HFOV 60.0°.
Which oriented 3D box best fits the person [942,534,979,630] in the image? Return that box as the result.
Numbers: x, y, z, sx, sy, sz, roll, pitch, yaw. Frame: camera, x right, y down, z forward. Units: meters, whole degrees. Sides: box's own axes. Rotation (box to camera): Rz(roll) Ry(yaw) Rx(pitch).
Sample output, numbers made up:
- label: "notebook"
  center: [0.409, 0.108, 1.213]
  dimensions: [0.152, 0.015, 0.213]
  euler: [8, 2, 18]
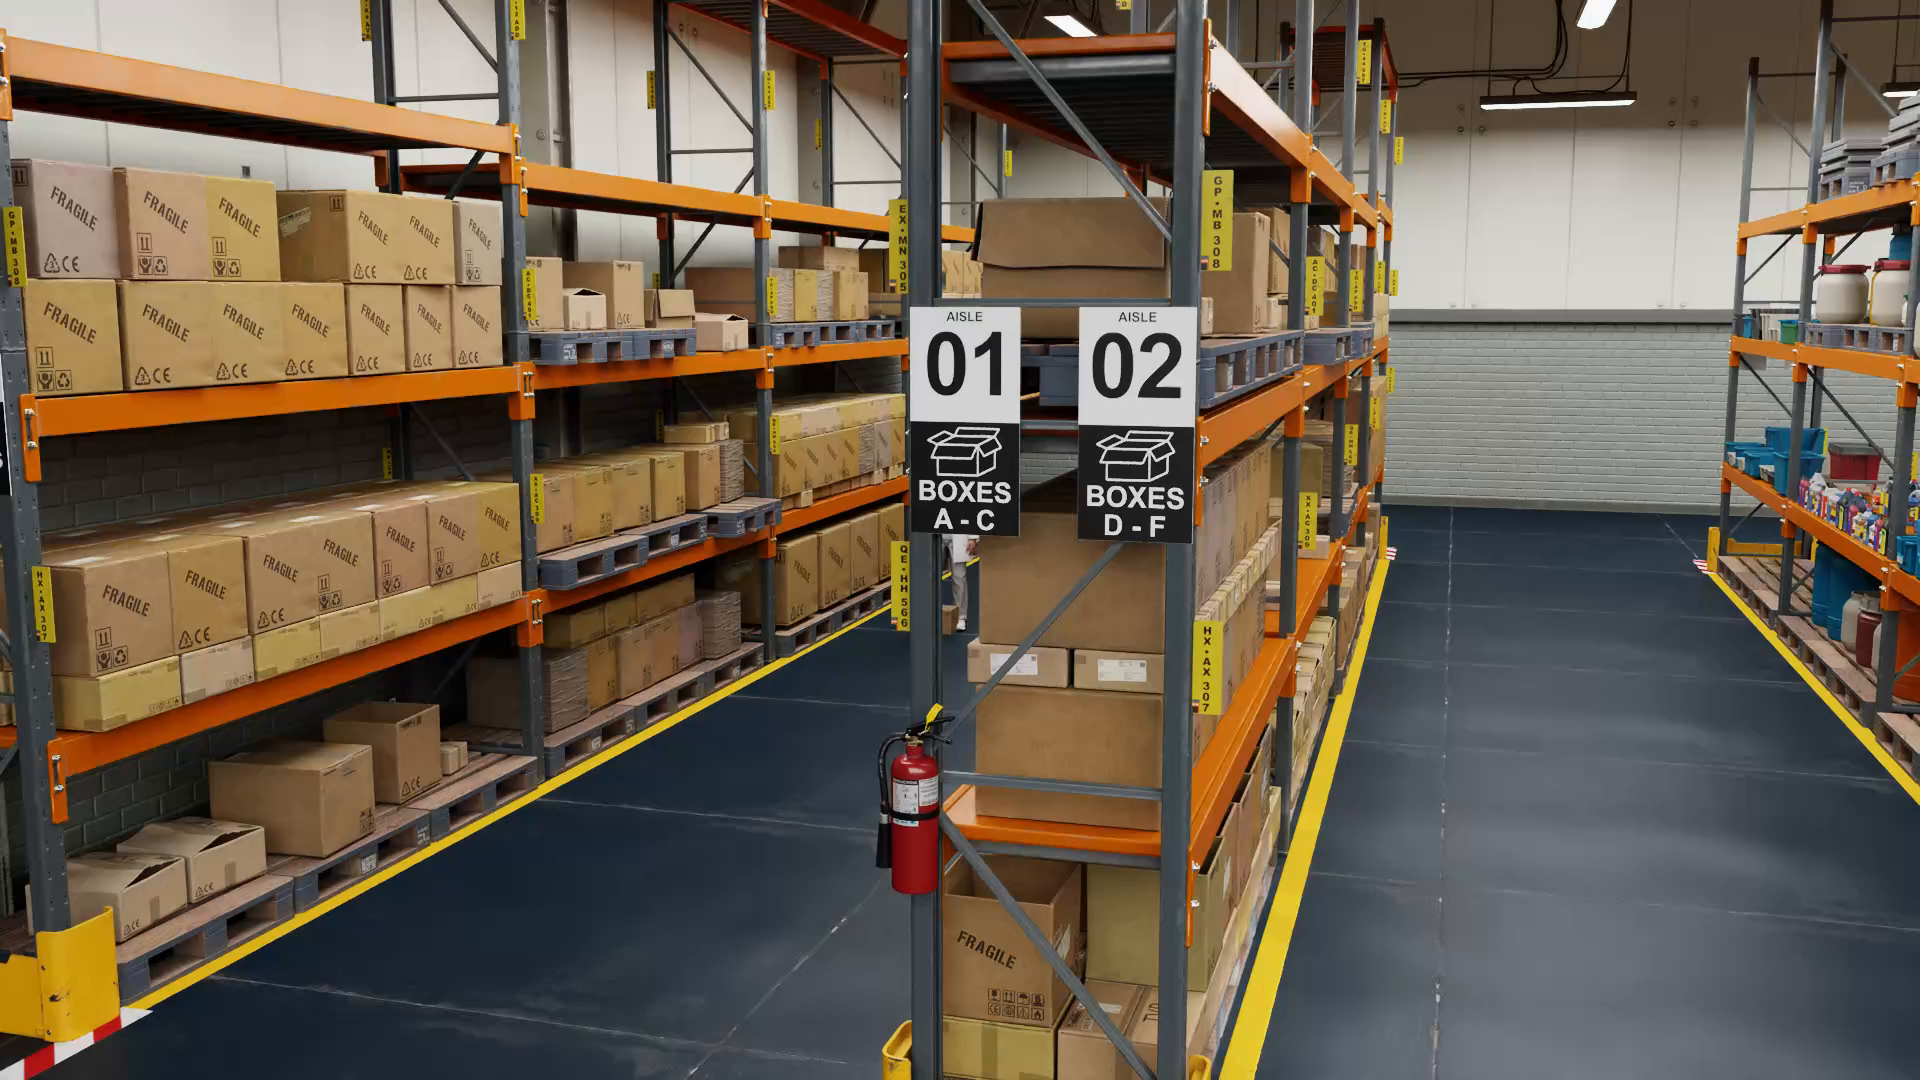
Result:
- label: "person"
  center: [-0.118, -0.006, 16.425]
  dimensions: [0.644, 1.773, 0.425]
  euler: [2, 8, 14]
